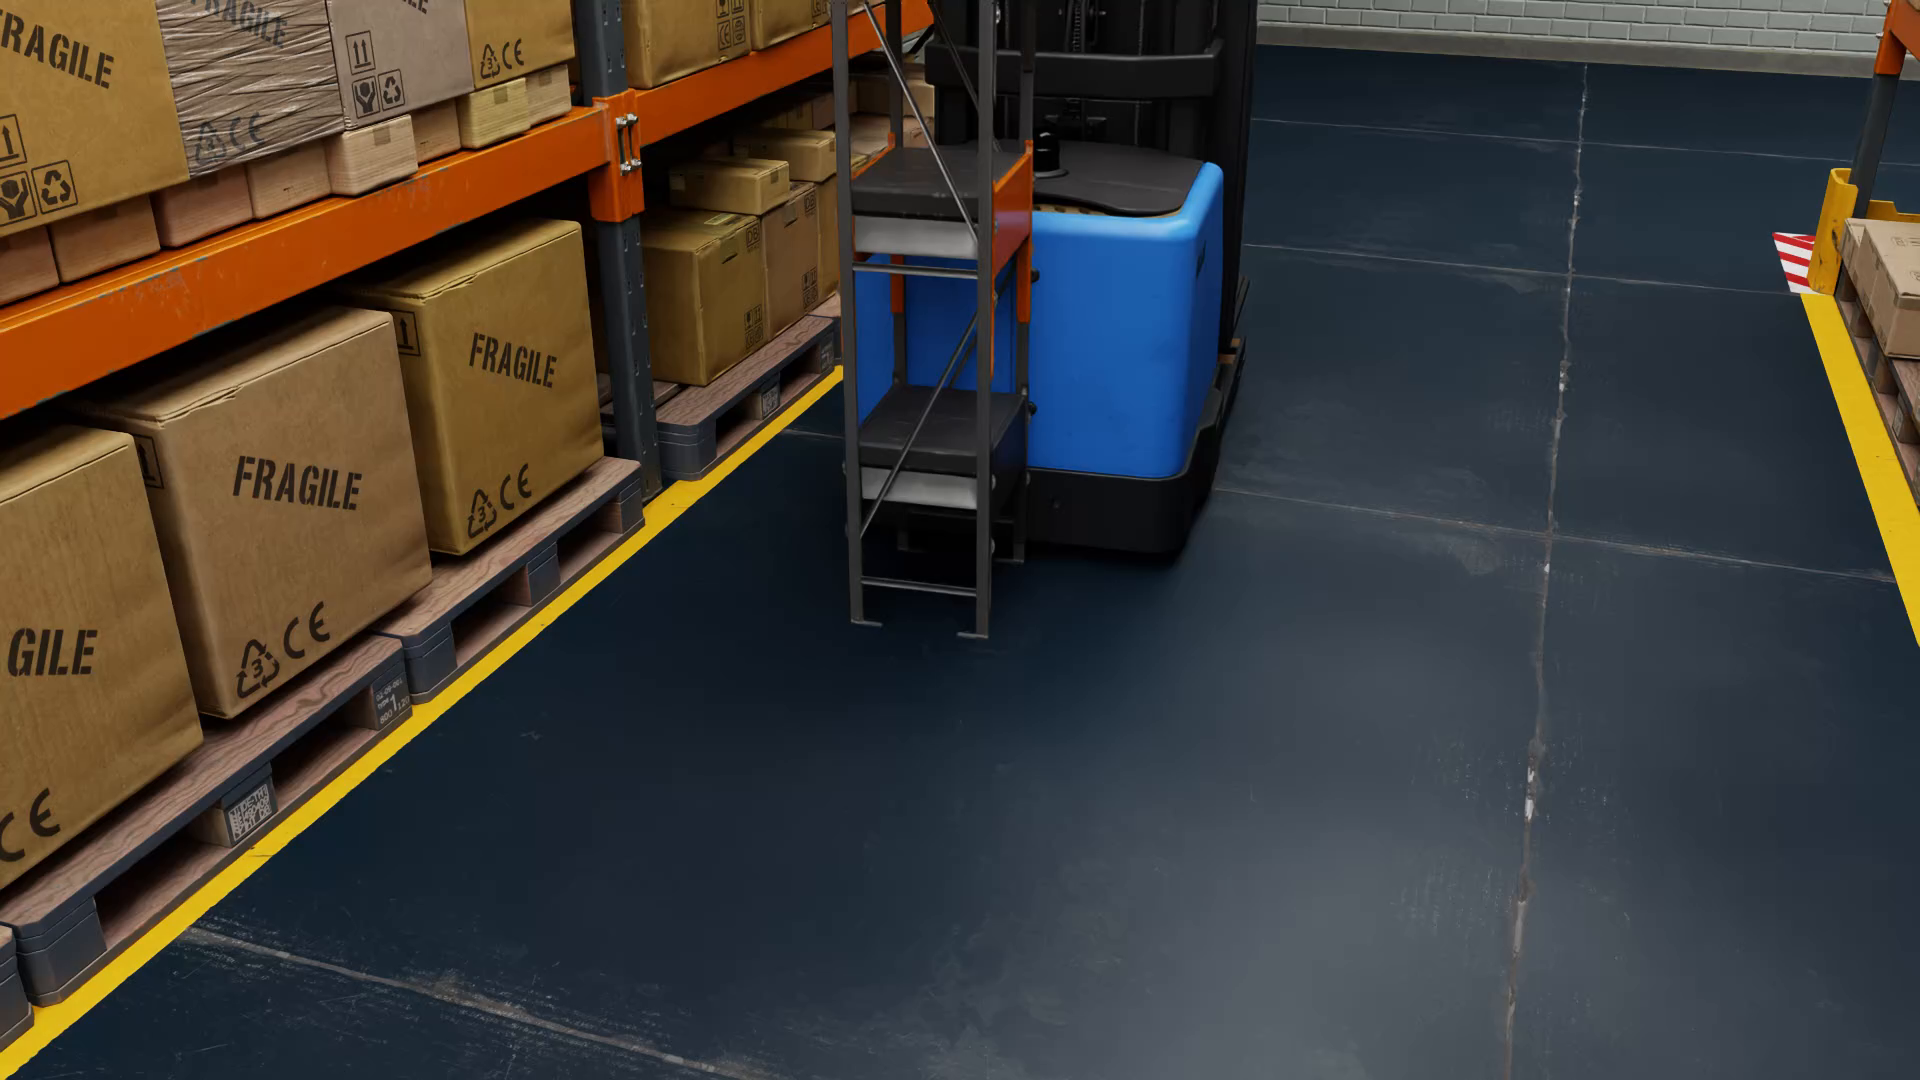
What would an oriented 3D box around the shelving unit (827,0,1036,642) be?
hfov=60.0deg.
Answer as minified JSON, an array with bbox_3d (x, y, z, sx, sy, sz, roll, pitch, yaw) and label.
[{"bbox_3d":[-0.056,-0.788,4.467,0.431,2.100,0.503,6,27,12],"label":"shelving unit"}]

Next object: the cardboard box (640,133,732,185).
[{"bbox_3d":[-1.119,-1.504,6.556,0.380,0.149,0.250,8,27,16],"label":"cardboard box"}]

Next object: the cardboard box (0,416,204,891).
[{"bbox_3d":[-2.155,0.219,3.341,0.750,0.750,0.750,9,27,17],"label":"cardboard box"}]

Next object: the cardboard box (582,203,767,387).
[{"bbox_3d":[-1.144,-0.918,6.090,0.700,0.500,0.500,9,27,18],"label":"cardboard box"}]

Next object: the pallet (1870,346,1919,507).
[{"bbox_3d":[3.817,-0.374,5.781,1.003,0.211,1.213,9,27,17],"label":"pallet"}]

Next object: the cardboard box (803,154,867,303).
[{"bbox_3d":[-0.801,-1.334,6.950,0.700,0.500,0.500,9,27,19],"label":"cardboard box"}]

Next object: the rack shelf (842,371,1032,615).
[{"bbox_3d":[-0.056,-0.145,4.778,0.431,0.518,0.480,6,27,12],"label":"rack shelf"}]

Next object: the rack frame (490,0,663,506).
[{"bbox_3d":[-1.490,-1.561,5.032,1.000,3.000,0.127,9,27,17],"label":"rack frame"}]

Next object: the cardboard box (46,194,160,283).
[{"bbox_3d":[-1.898,-0.654,3.424,0.380,0.149,0.250,10,27,19],"label":"cardboard box"}]

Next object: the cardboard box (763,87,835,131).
[{"bbox_3d":[-0.780,-1.923,7.423,0.380,0.149,0.250,9,27,18],"label":"cardboard box"}]

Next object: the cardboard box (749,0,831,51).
[{"bbox_3d":[-1.046,-2.216,6.041,0.980,0.700,0.700,8,27,16],"label":"cardboard box"}]

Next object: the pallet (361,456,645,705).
[{"bbox_3d":[-1.675,0.022,4.963,1.003,0.211,1.213,9,27,17],"label":"pallet"}]

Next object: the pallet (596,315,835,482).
[{"bbox_3d":[-1.163,-0.607,6.262,1.003,0.211,1.213,9,27,17],"label":"pallet"}]

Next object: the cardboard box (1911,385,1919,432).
[{"bbox_3d":[3.355,-0.416,5.247,0.500,0.311,0.500,9,27,17],"label":"cardboard box"}]

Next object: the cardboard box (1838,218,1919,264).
[{"bbox_3d":[4.051,-1.281,7.220,0.380,0.149,0.250,9,27,17],"label":"cardboard box"}]

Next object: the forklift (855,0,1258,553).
[{"bbox_3d":[0.509,-1.900,5.811,1.130,2.935,3.031,6,27,12],"label":"forklift"}]

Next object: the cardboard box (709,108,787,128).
[{"bbox_3d":[-0.949,-1.714,6.990,0.380,0.149,0.250,8,27,17],"label":"cardboard box"}]

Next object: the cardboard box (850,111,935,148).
[{"bbox_3d":[-0.463,-1.761,7.832,0.700,0.500,0.500,9,27,17],"label":"cardboard box"}]

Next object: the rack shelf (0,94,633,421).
[{"bbox_3d":[-2.155,-0.416,3.492,1.077,0.370,4.000,9,27,17],"label":"rack shelf"}]

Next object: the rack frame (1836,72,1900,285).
[{"bbox_3d":[4.514,-2.488,6.947,1.000,3.000,0.127,9,27,17],"label":"rack frame"}]

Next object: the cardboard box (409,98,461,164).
[{"bbox_3d":[-1.525,-1.070,4.284,0.380,0.149,0.250,10,27,19],"label":"cardboard box"}]

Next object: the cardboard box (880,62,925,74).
[{"bbox_3d":[-0.168,-2.180,7.952,0.380,0.149,0.250,8,27,17],"label":"cardboard box"}]

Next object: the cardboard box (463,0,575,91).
[{"bbox_3d":[-1.405,-1.523,4.474,0.500,0.500,0.500,8,27,17],"label":"cardboard box"}]

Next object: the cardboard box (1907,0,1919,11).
[{"bbox_3d":[4.118,-2.389,6.628,0.500,0.500,0.500,9,27,19],"label":"cardboard box"}]

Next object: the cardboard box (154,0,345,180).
[{"bbox_3d":[-1.741,-1.107,3.614,0.500,0.500,0.500,9,27,18],"label":"cardboard box"}]

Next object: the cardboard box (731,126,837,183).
[{"bbox_3d":[-0.684,-1.538,6.627,0.380,0.149,0.250,8,27,16],"label":"cardboard box"}]

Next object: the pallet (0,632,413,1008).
[{"bbox_3d":[-2.080,0.525,3.924,1.003,0.211,1.213,9,27,17],"label":"pallet"}]

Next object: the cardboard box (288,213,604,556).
[{"bbox_3d":[-1.583,-0.497,4.819,0.750,0.750,0.750,9,27,18],"label":"cardboard box"}]

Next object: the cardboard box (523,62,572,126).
[{"bbox_3d":[-1.335,-1.277,4.711,0.380,0.149,0.250,9,27,18],"label":"cardboard box"}]

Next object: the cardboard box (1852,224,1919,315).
[{"bbox_3d":[3.899,-1.061,6.649,0.500,0.250,0.500,9,27,17],"label":"cardboard box"}]

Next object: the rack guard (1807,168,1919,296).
[{"bbox_3d":[4.489,-1.332,7.427,1.175,0.500,0.348,9,27,17],"label":"rack guard"}]

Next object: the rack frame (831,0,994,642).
[{"bbox_3d":[-0.114,-0.684,4.254,0.400,2.100,0.015,6,27,12],"label":"rack frame"}]

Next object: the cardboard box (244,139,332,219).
[{"bbox_3d":[-1.702,-0.862,3.854,0.380,0.149,0.250,9,27,17],"label":"cardboard box"}]

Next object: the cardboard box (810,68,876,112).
[{"bbox_3d":[-0.612,-2.131,7.851,0.380,0.149,0.250,9,27,18],"label":"cardboard box"}]
